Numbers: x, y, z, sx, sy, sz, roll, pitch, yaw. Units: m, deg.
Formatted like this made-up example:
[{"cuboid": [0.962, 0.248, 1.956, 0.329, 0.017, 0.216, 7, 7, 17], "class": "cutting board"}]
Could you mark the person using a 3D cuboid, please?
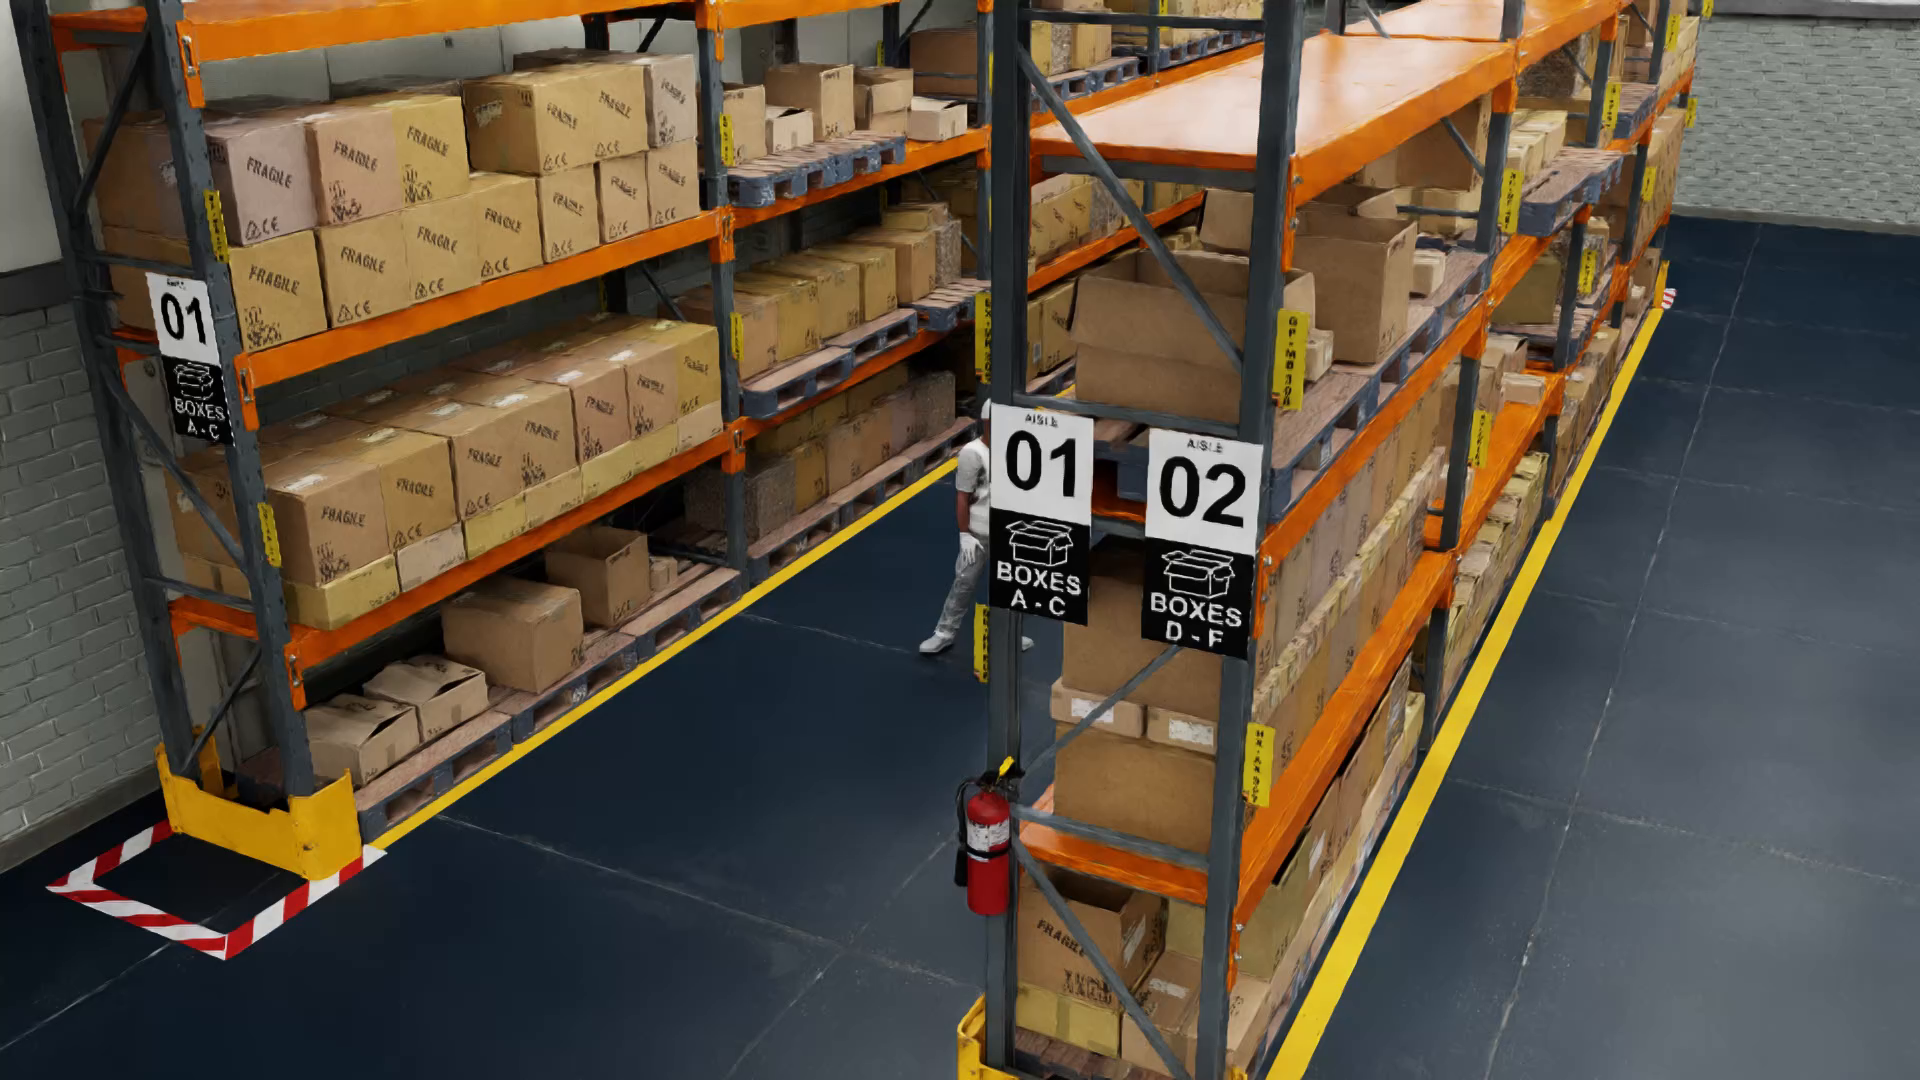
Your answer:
[{"cuboid": [0.110, -0.066, 10.896, 0.714, 1.787, 0.501, -20, 29, -39], "class": "person"}]
